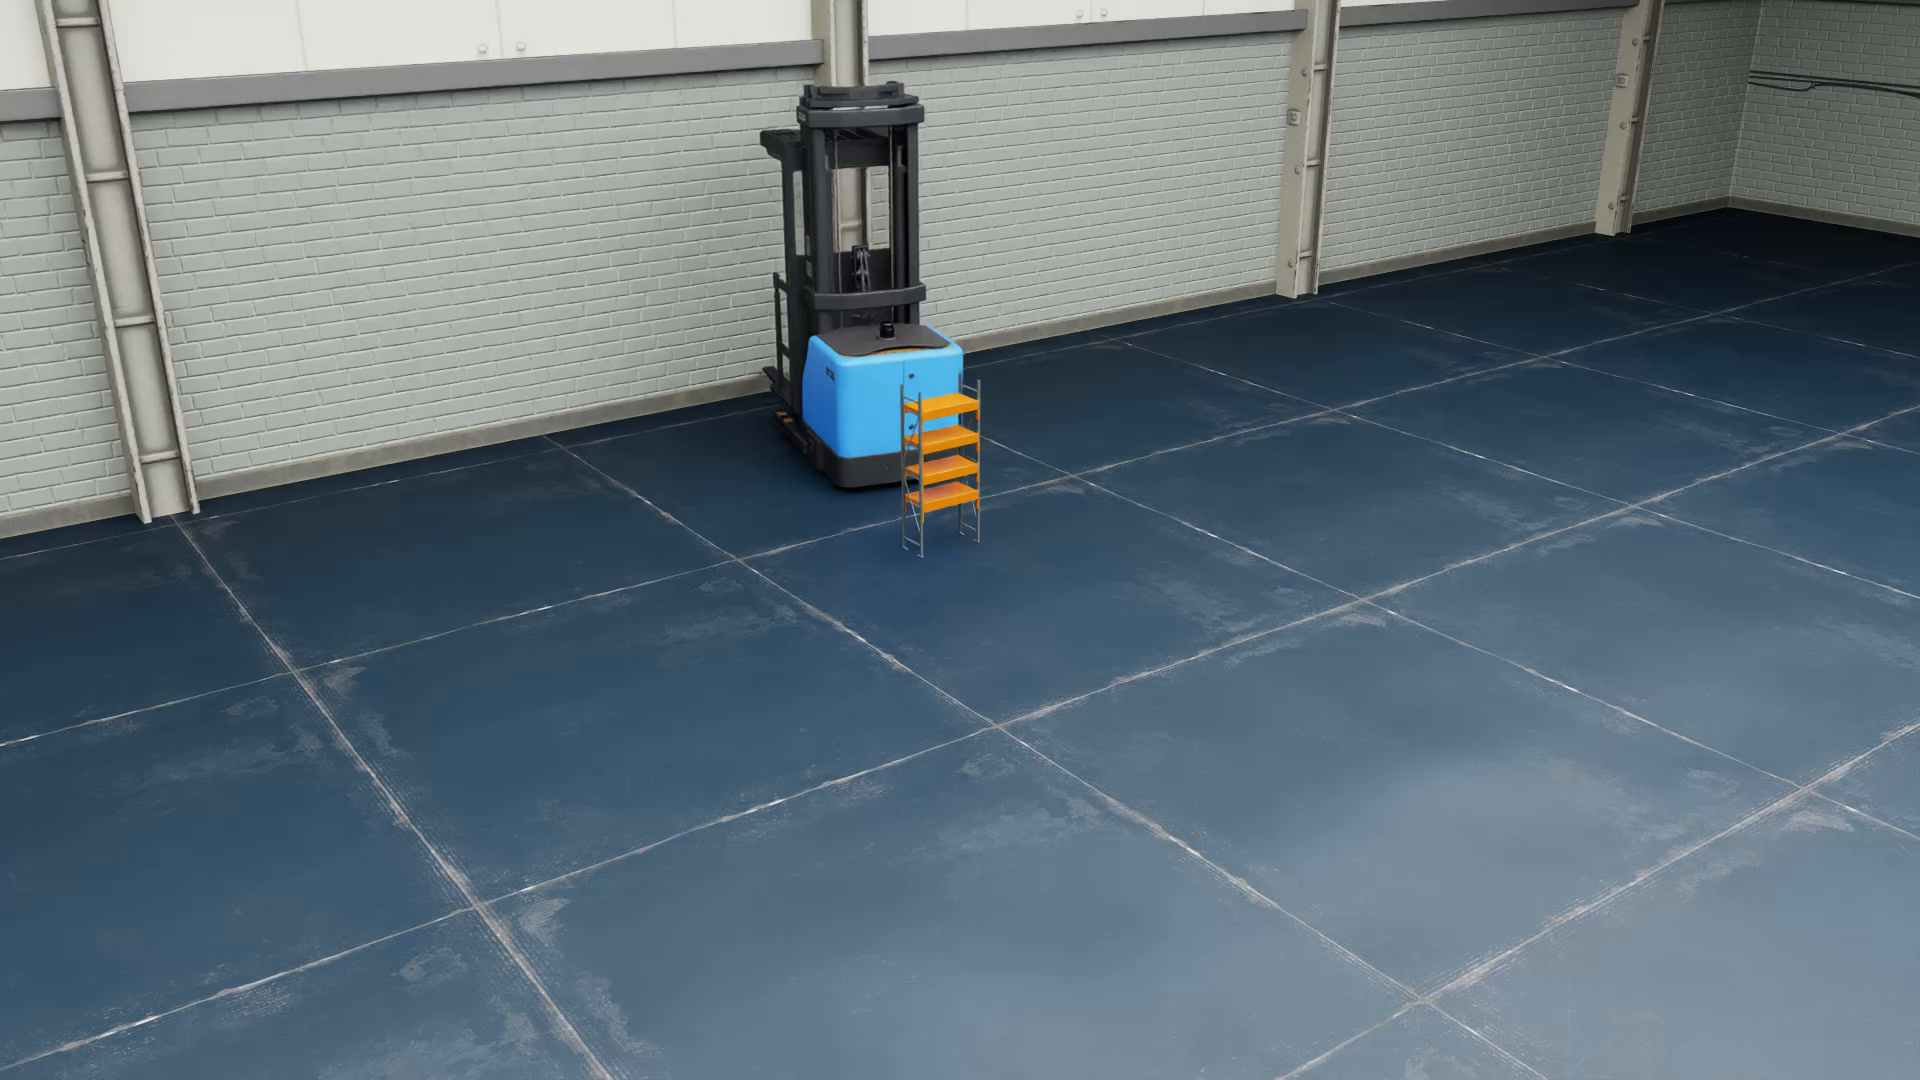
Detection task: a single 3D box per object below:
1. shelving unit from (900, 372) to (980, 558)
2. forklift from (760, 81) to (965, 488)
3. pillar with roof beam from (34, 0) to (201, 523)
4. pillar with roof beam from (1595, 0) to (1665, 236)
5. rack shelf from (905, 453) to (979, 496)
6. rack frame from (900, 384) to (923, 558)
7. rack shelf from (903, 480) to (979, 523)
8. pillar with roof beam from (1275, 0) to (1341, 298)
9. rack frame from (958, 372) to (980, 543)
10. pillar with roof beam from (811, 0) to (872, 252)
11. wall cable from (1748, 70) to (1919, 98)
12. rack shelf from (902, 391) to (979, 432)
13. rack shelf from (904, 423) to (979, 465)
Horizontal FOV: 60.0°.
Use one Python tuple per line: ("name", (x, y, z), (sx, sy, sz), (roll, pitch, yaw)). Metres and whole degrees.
("shelving unit", (-0.134, -0.521, 11.584), (0.503, 1.200, 0.258), (-15, 26, -33))
("forklift", (-0.961, -2.275, 13.644), (1.130, 2.935, 3.031), (-8, 23, -19))
("pillar with roof beam", (-3.405, -3.094, 7.509), (0.400, 9.000, 9.100), (-15, 26, -33))
("pillar with roof beam", (11.207, -6.991, 17.273), (0.400, 9.000, 9.100), (-15, 26, -33))
("rack shelf", (-0.134, -0.459, 11.609), (0.480, 0.148, 0.258), (-15, 26, -33))
("rack frame", (-0.332, -0.469, 11.452), (0.015, 1.200, 0.240), (-15, 26, -33))
("rack shelf", (-0.134, -0.275, 11.683), (0.480, 0.148, 0.258), (-15, 26, -33))
("pillar with roof beam", (6.336, -5.692, 14.018), (0.400, 9.000, 9.100), (-15, 26, -33))
("rack frame", (0.064, -0.574, 11.717), (0.015, 1.200, 0.240), (-15, 26, -33))
("pillar with roof beam", (1.466, -4.393, 10.764), (0.400, 9.000, 9.100), (-15, 26, -33))
("wall cable", (11.856, -7.083, 21.695), (0.112, 2.526, 3.097), (-15, 26, -33))
("rack shelf", (-0.134, -0.886, 11.439), (0.480, 0.148, 0.258), (-15, 26, -33))
("rack shelf", (-0.134, -0.667, 11.526), (0.480, 0.148, 0.258), (-15, 26, -33))
